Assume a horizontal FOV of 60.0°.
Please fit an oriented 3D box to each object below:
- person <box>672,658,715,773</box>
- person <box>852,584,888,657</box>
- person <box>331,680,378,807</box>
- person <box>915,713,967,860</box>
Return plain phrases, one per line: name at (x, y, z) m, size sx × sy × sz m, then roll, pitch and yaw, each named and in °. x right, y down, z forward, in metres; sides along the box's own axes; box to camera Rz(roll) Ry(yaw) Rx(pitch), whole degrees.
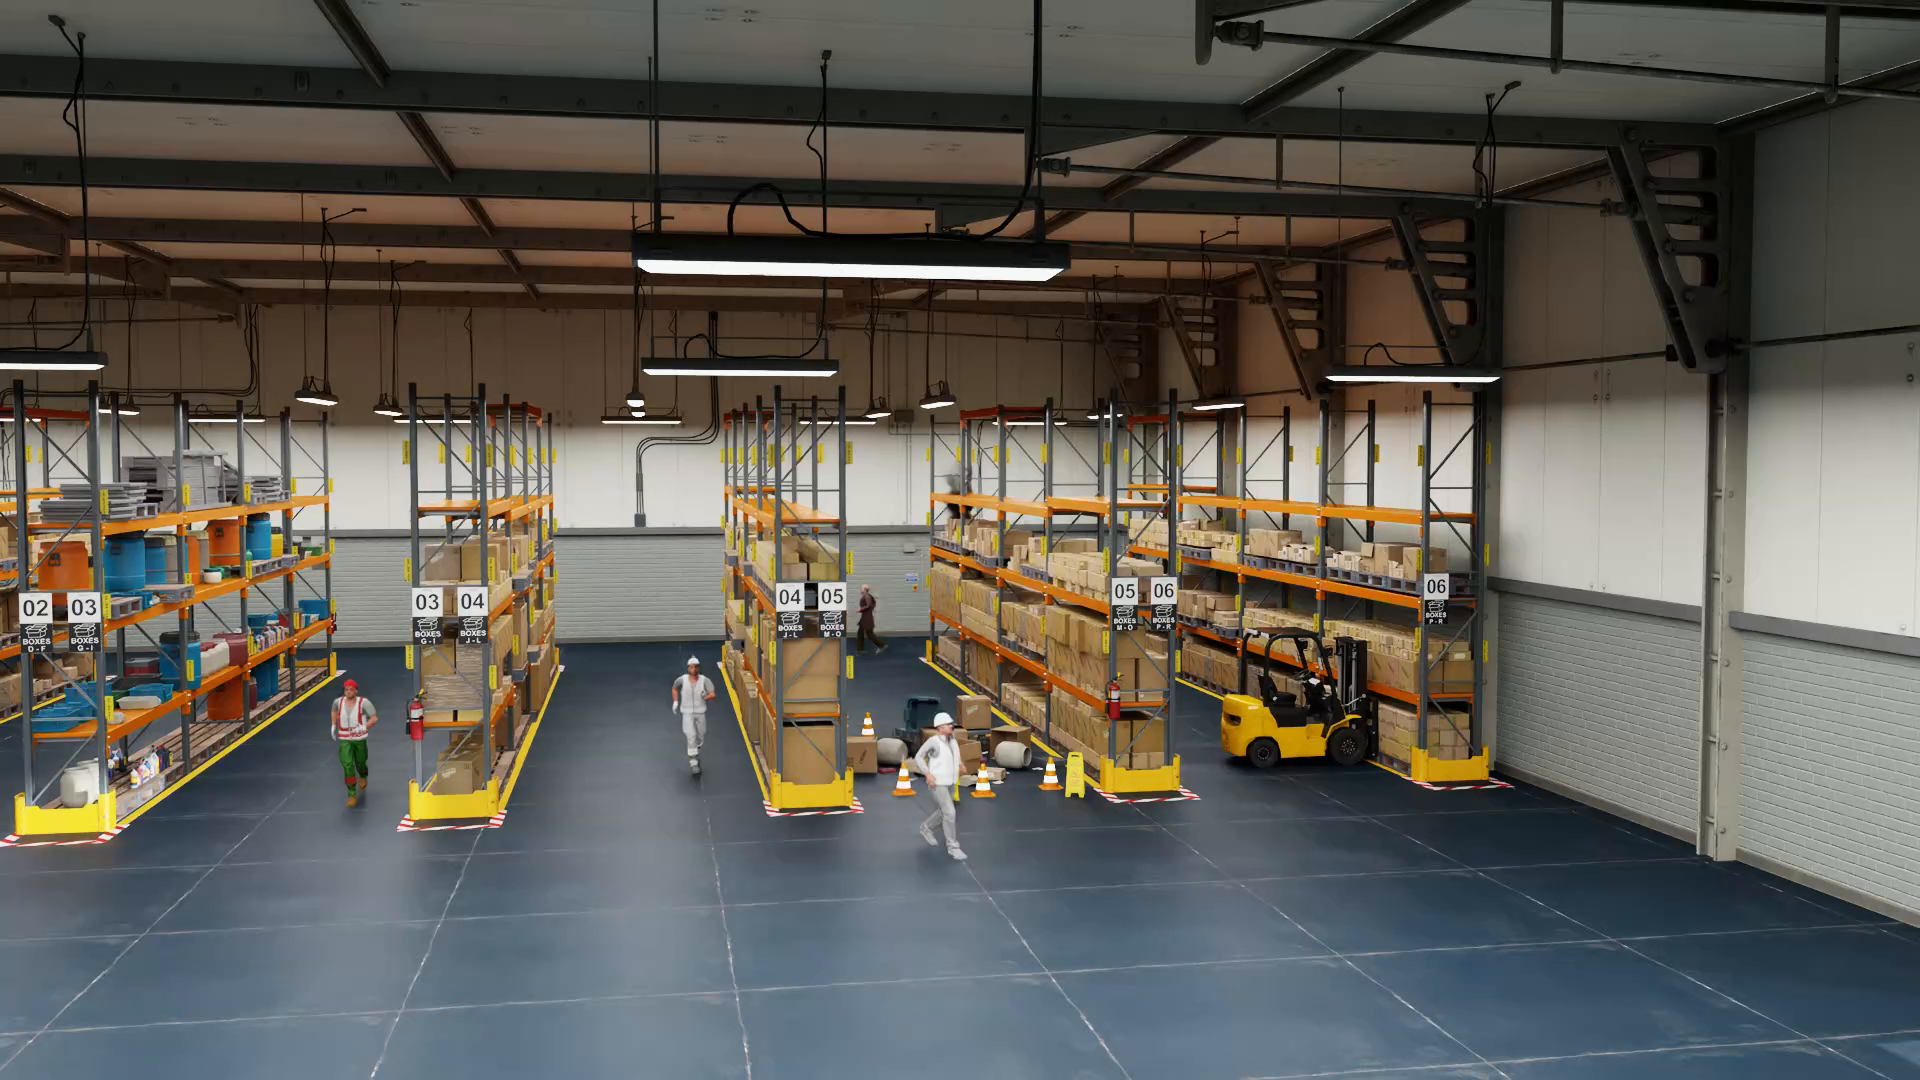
person at (-4.214, 2.742, 26.344) m, size 0.661 × 1.770 × 0.993 m, roll -1°, pitch 3°, yaw -15°
person at (-2.244, 2.024, 41.411) m, size 0.921 × 1.816 × 0.717 m, roll 0°, pitch 3°, yaw -4°
person at (-8.772, 2.888, 24.070) m, size 0.685 × 1.775 × 1.046 m, roll 0°, pitch 3°, yaw -7°
person at (-0.225, 3.053, 20.867) m, size 0.860 × 1.788 × 0.674 m, roll 2°, pitch 4°, yaw 37°
